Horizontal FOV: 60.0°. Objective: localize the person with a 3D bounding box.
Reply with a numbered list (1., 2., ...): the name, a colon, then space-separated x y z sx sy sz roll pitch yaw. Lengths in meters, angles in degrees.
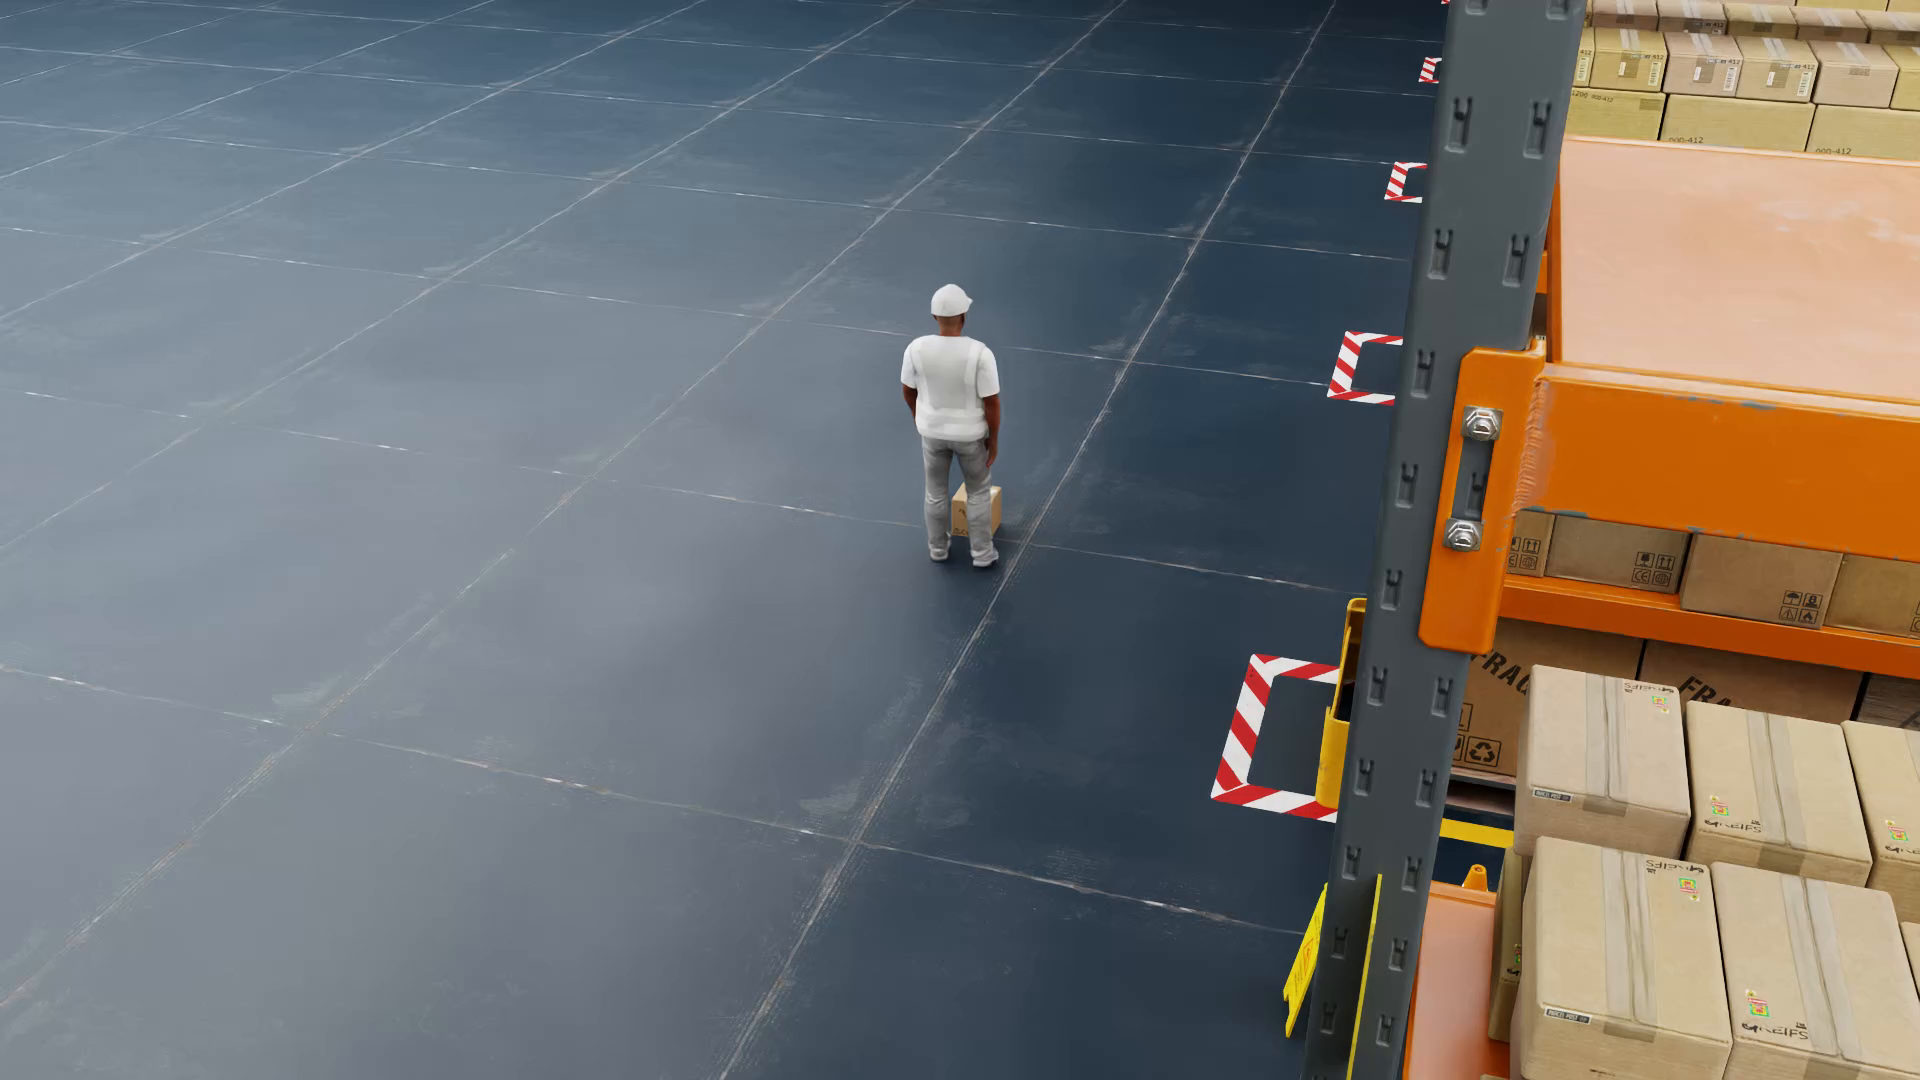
1. person: -0.034 -0.643 9.641 0.590 1.808 0.491 6 30 10
